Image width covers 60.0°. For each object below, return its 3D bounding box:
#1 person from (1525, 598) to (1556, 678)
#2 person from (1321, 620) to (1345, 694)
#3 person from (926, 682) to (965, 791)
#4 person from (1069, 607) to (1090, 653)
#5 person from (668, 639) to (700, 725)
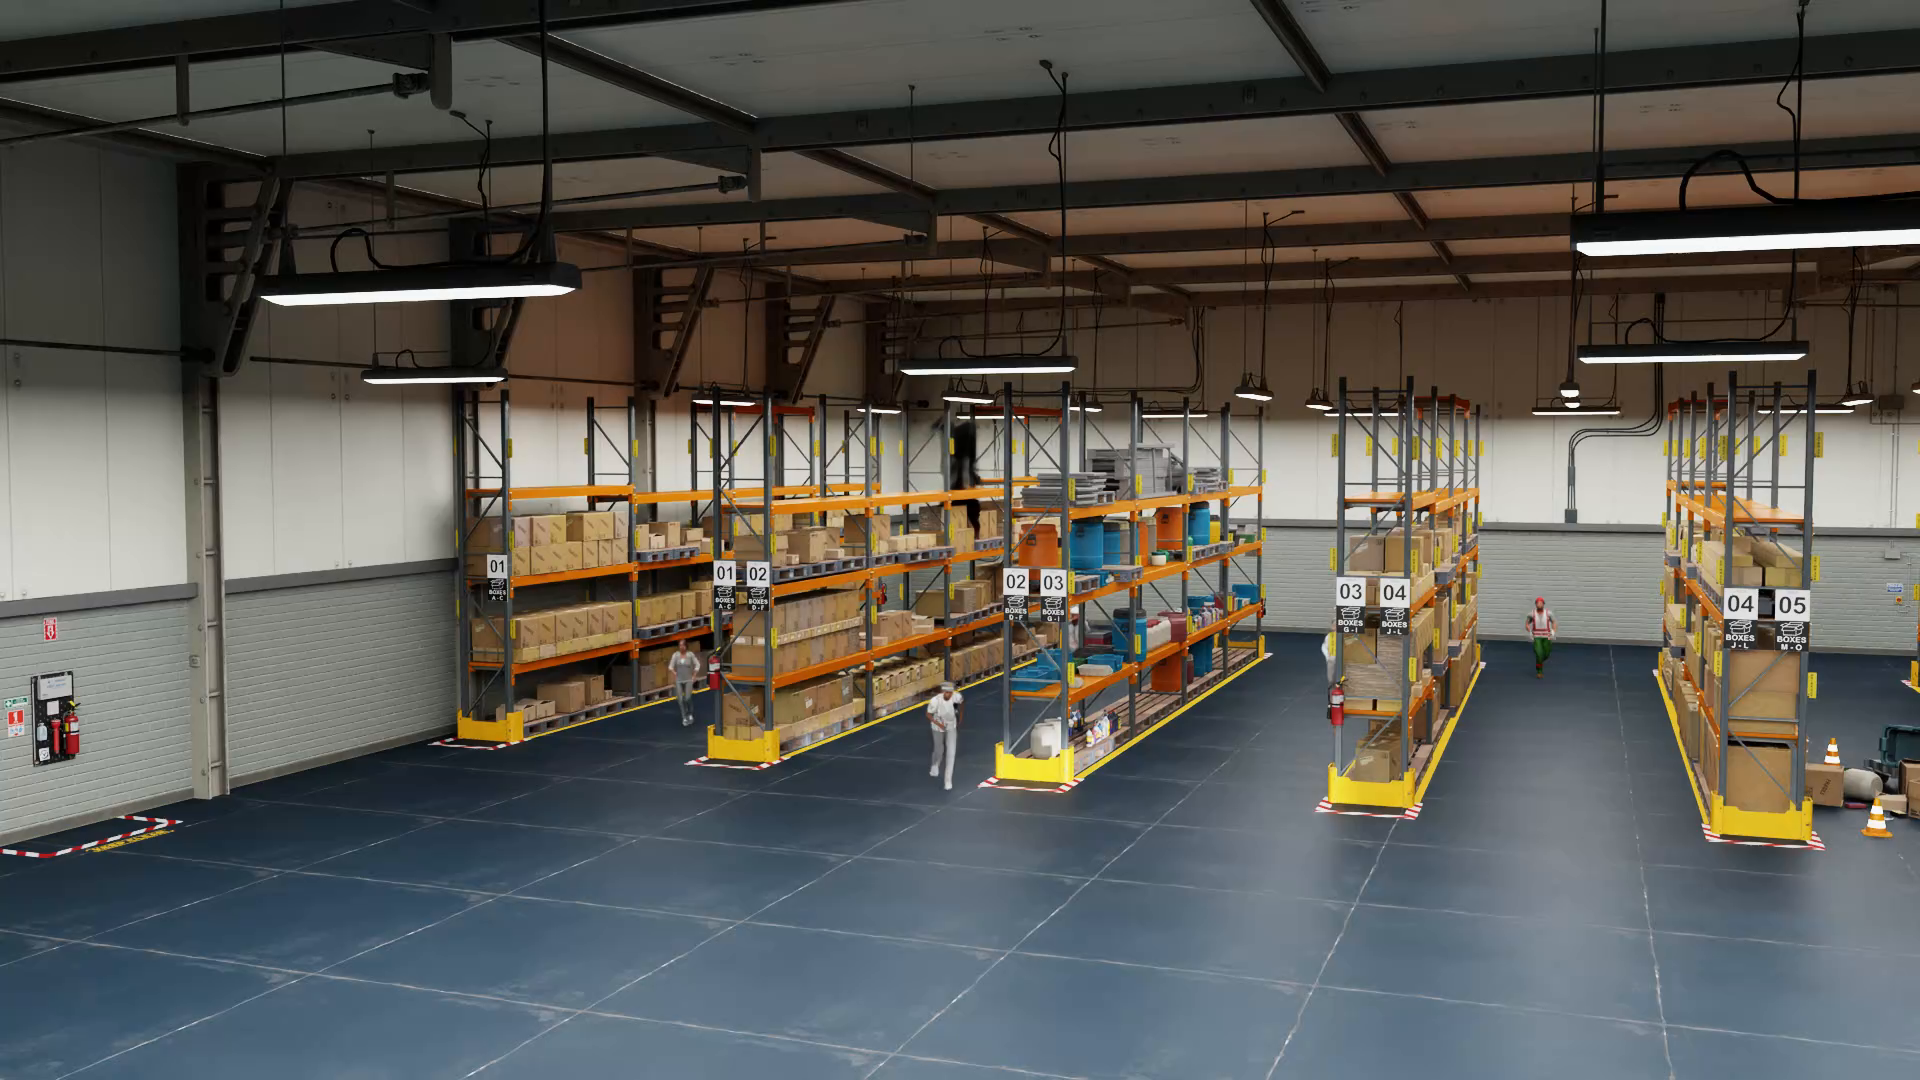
[{"bbox_3d":[12.712,2.130,36.416,0.653,1.749,0.565,1,3,14],"label":"person"},{"bbox_3d":[7.396,2.386,32.686,0.616,1.659,0.554,2,4,26],"label":"person"},{"bbox_3d":[-0.248,2.872,24.792,0.615,1.611,0.986,-1,3,-16],"label":"person"},{"bbox_3d":[2.456,2.246,34.948,0.649,1.706,0.739,1,3,17],"label":"person"},{"bbox_3d":[-4.974,2.565,29.900,0.538,1.566,0.576,0,3,0],"label":"person"}]
